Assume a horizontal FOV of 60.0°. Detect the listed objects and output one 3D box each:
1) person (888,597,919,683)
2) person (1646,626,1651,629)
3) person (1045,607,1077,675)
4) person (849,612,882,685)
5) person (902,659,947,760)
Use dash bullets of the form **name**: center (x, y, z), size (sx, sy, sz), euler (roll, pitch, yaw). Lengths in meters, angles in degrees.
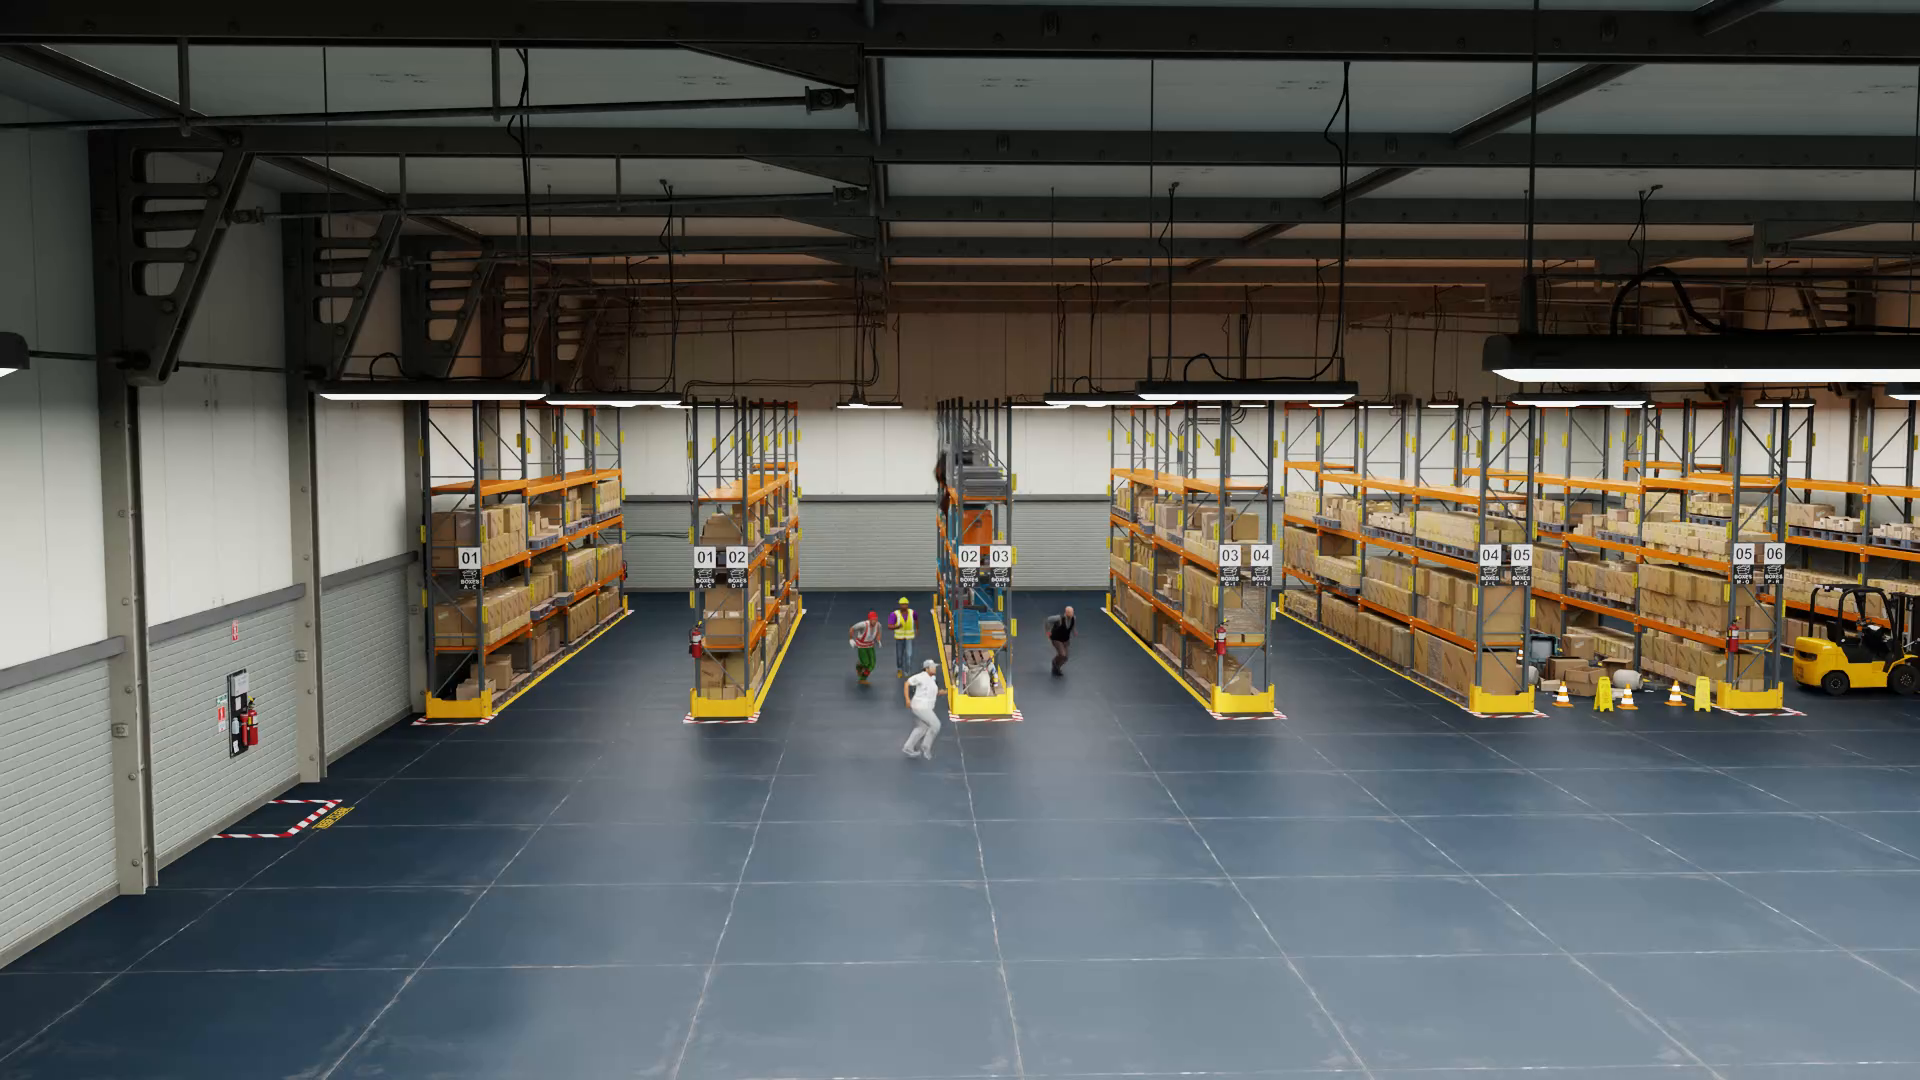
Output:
- **person**: center (-1.191, 2.104, 35.184), size (0.681, 1.803, 0.897), euler (-1, 4, -6)
- **person**: center (17.078, 1.677, 40.787), size (0.671, 1.783, 0.884), euler (0, 4, -4)
- **person**: center (2.183, 2.183, 35.831), size (0.685, 1.549, 0.867), euler (-2, 5, -29)
- **person**: center (-1.976, 2.260, 34.717), size (0.686, 1.584, 0.891), euler (-3, 5, -31)
- **person**: center (-0.594, 2.784, 27.363), size (0.777, 1.651, 0.631), euler (2, 5, 24)
